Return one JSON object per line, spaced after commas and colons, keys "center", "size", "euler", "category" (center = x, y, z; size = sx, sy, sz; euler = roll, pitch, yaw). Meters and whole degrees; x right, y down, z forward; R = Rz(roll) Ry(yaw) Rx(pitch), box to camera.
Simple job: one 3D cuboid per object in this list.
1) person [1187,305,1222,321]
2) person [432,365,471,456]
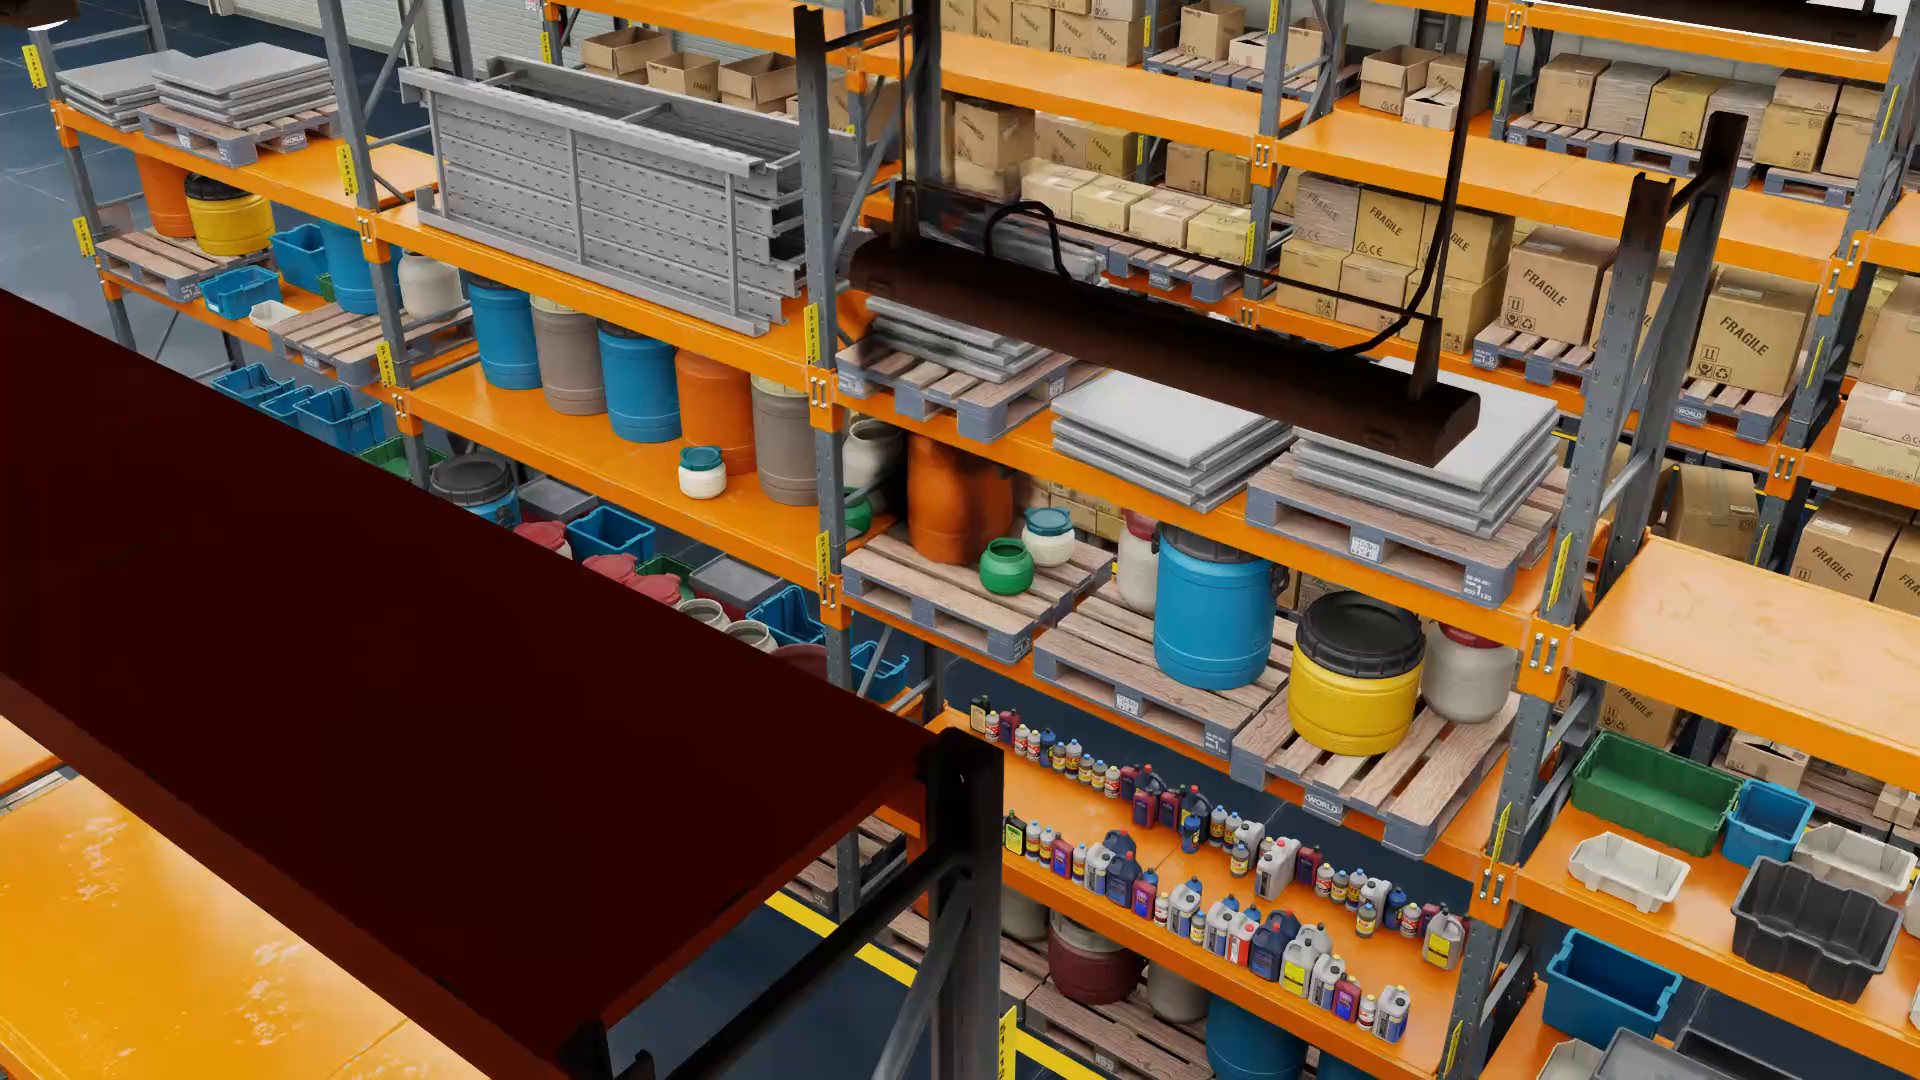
{"center": [2.269, -1.643, 16.235], "size": [0.985, 1.759, 0.656], "euler": [19, 36, 28], "category": "person"}
{"center": [-4.643, -1.075, 15.465], "size": [0.707, 1.692, 0.545], "euler": [20, 37, 29], "category": "person"}
